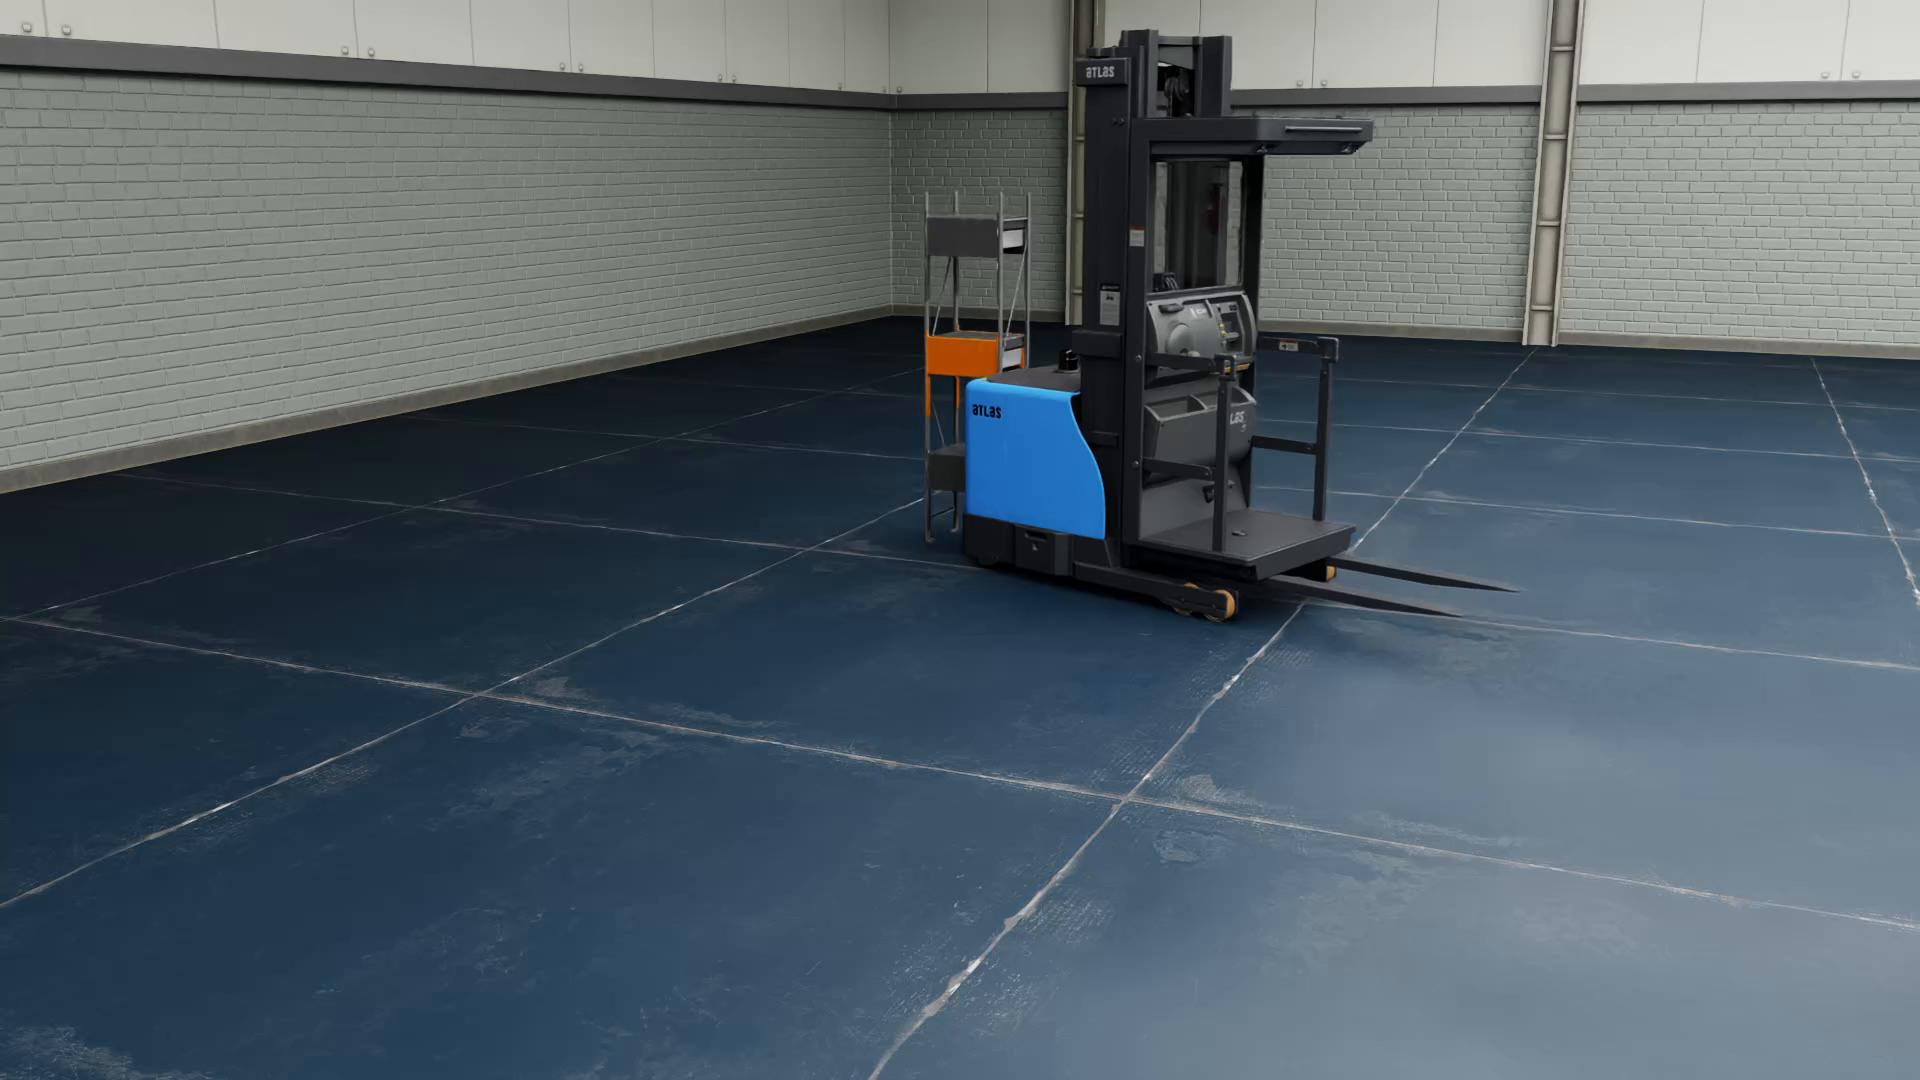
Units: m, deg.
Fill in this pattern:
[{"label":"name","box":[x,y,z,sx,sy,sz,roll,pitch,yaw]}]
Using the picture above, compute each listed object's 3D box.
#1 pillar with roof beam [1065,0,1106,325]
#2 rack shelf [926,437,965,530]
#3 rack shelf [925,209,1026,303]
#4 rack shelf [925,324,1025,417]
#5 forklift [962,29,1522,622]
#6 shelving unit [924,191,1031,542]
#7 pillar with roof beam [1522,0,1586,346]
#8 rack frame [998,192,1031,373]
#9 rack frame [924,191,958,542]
[{"label":"pillar with roof beam","box":[-0.059,-6.456,18.070,0.400,9.000,9.100,6,14,23]},{"label":"rack shelf","box":[0.104,-0.327,10.178,0.480,0.518,0.431,7,15,27]},{"label":"rack shelf","box":[0.104,-1.690,9.858,0.480,0.518,0.431,7,15,27]},{"label":"rack shelf","box":[0.104,-1.009,10.018,0.480,0.518,0.431,7,15,27]},{"label":"forklift","box":[1.445,-1.143,8.711,3.031,2.935,1.130,12,18,41]},{"label":"shelving unit","box":[0.104,-1.022,10.015,0.503,2.100,0.431,7,15,27]},{"label":"pillar with roof beam","box":[5.427,-5.901,15.704,0.400,9.000,9.100,6,14,23]},{"label":"rack frame","box":[0.320,-0.996,9.904,0.015,2.100,0.400,7,15,27]},{"label":"rack frame","box":[-0.112,-1.048,10.126,0.015,2.100,0.400,7,15,27]}]
